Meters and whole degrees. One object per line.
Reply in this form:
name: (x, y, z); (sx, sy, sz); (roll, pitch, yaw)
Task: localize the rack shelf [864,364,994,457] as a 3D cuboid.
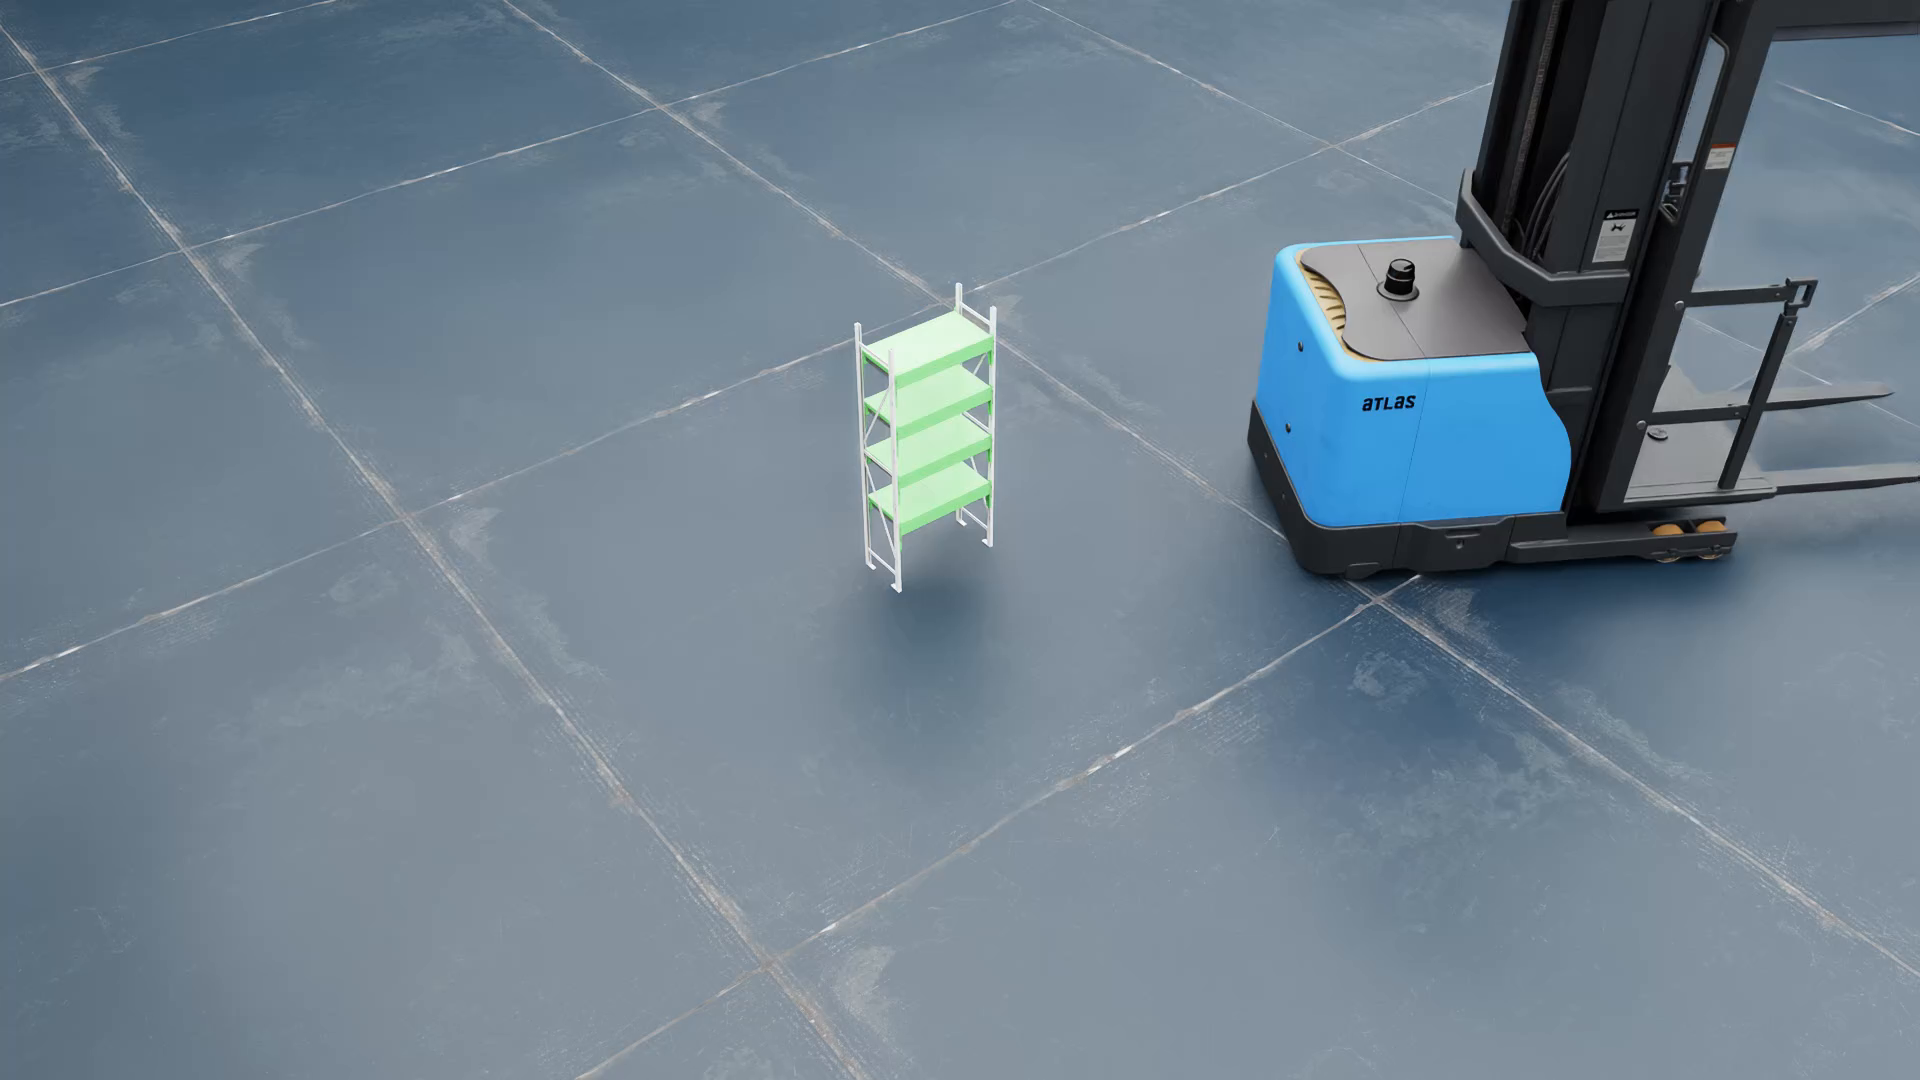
rack shelf: (-0.131, -0.536, 6.680); (0.480, 0.148, 0.258); (-26, 46, -28)

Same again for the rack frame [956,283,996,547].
rack frame: (0.062, -0.494, 6.906); (0.015, 1.200, 0.240); (-26, 46, -28)

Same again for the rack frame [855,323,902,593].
rack frame: (-0.325, -0.306, 6.677); (0.015, 1.200, 0.240); (-26, 46, -28)

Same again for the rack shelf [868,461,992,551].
rack shelf: (-0.131, -0.165, 6.984); (0.480, 0.148, 0.258); (-26, 46, -28)

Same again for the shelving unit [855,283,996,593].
shelving unit: (-0.131, -0.400, 6.791); (0.503, 1.200, 0.258); (-26, 46, -28)

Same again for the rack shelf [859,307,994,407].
rack shelf: (-0.131, -0.722, 6.528); (0.480, 0.148, 0.258); (-26, 46, -28)

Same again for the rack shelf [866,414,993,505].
rack shelf: (-0.131, -0.351, 6.832); (0.480, 0.148, 0.258); (-26, 46, -28)

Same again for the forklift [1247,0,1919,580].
forklift: (2.882, -1.367, 6.606); (3.031, 2.935, 1.130); (-4, 40, -5)
